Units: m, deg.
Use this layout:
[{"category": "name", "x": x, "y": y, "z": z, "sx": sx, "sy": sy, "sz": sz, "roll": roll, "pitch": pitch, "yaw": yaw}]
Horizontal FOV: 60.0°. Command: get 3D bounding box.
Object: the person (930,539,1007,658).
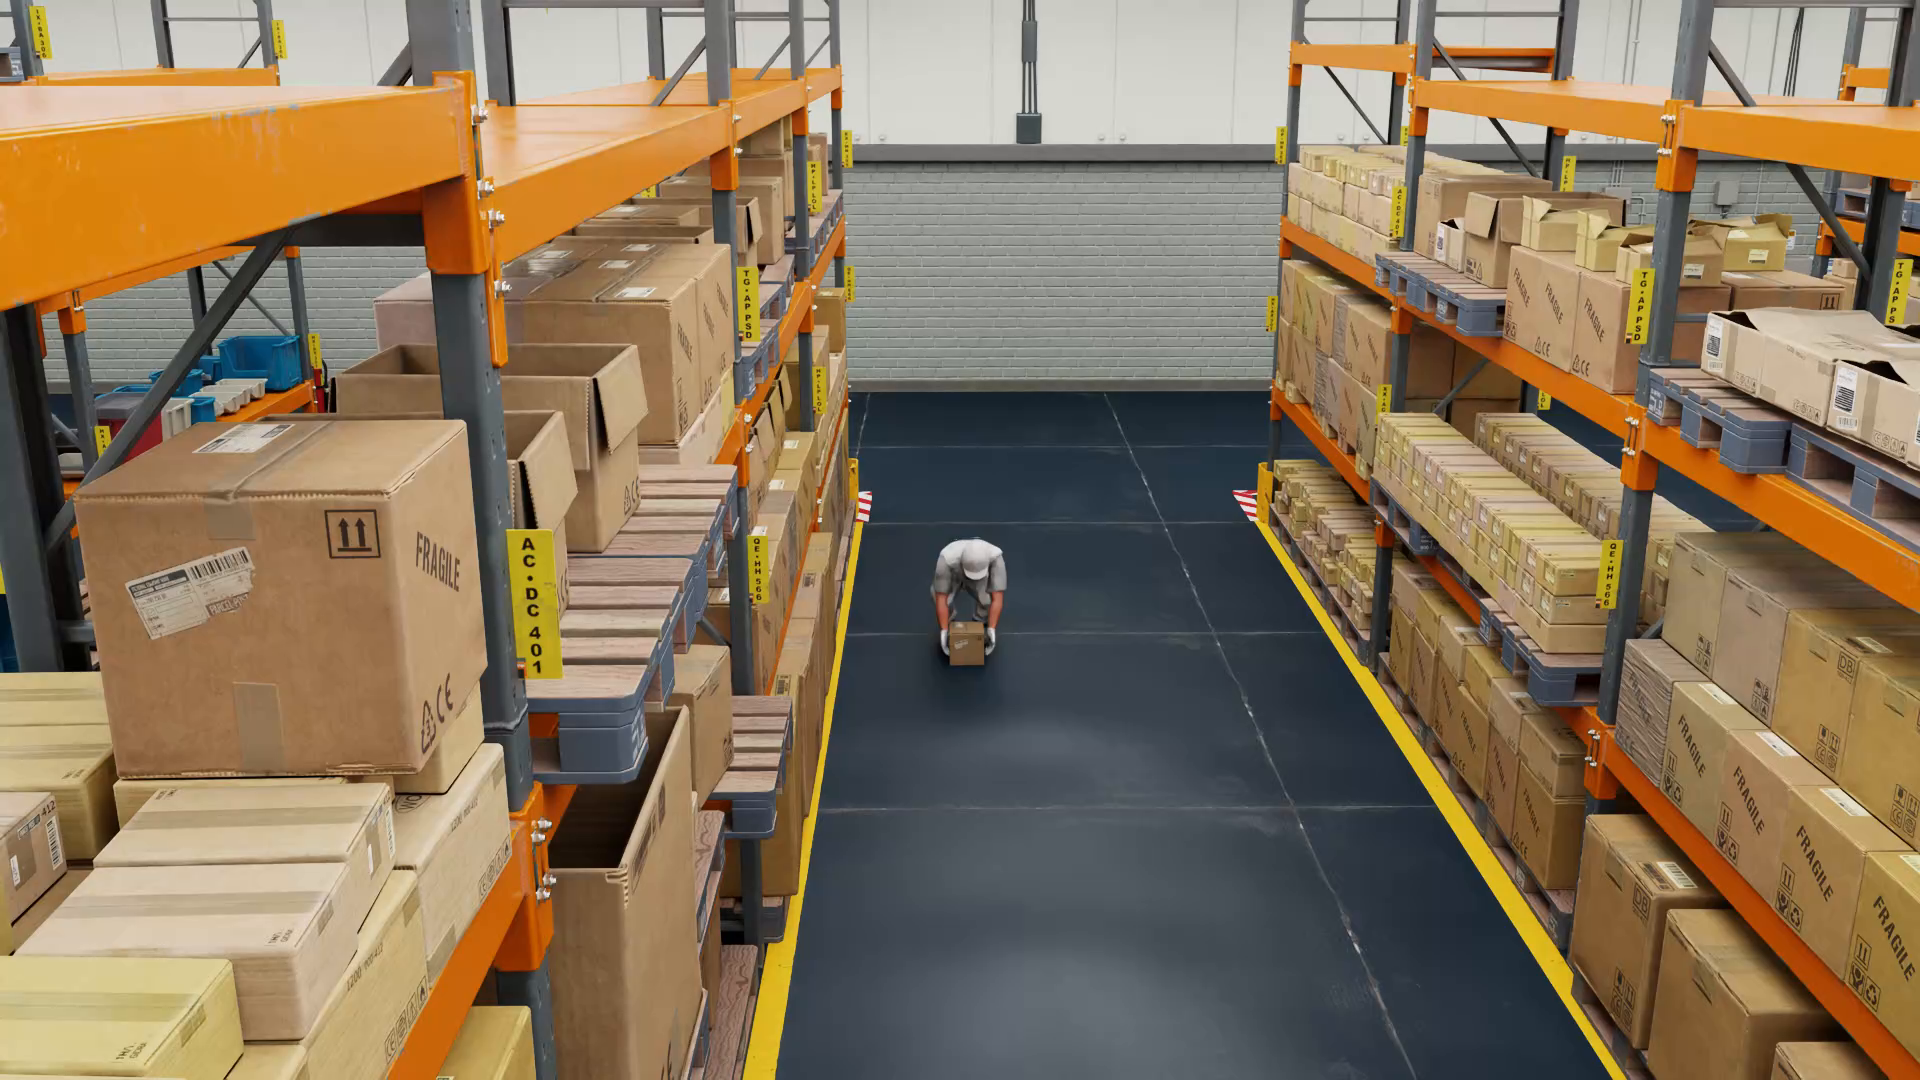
[{"category": "person", "x": 0.060, "y": 0.354, "z": 12.359, "sx": 0.567, "sy": 0.909, "sz": 0.884, "roll": 0, "pitch": 17, "yaw": -1}]
